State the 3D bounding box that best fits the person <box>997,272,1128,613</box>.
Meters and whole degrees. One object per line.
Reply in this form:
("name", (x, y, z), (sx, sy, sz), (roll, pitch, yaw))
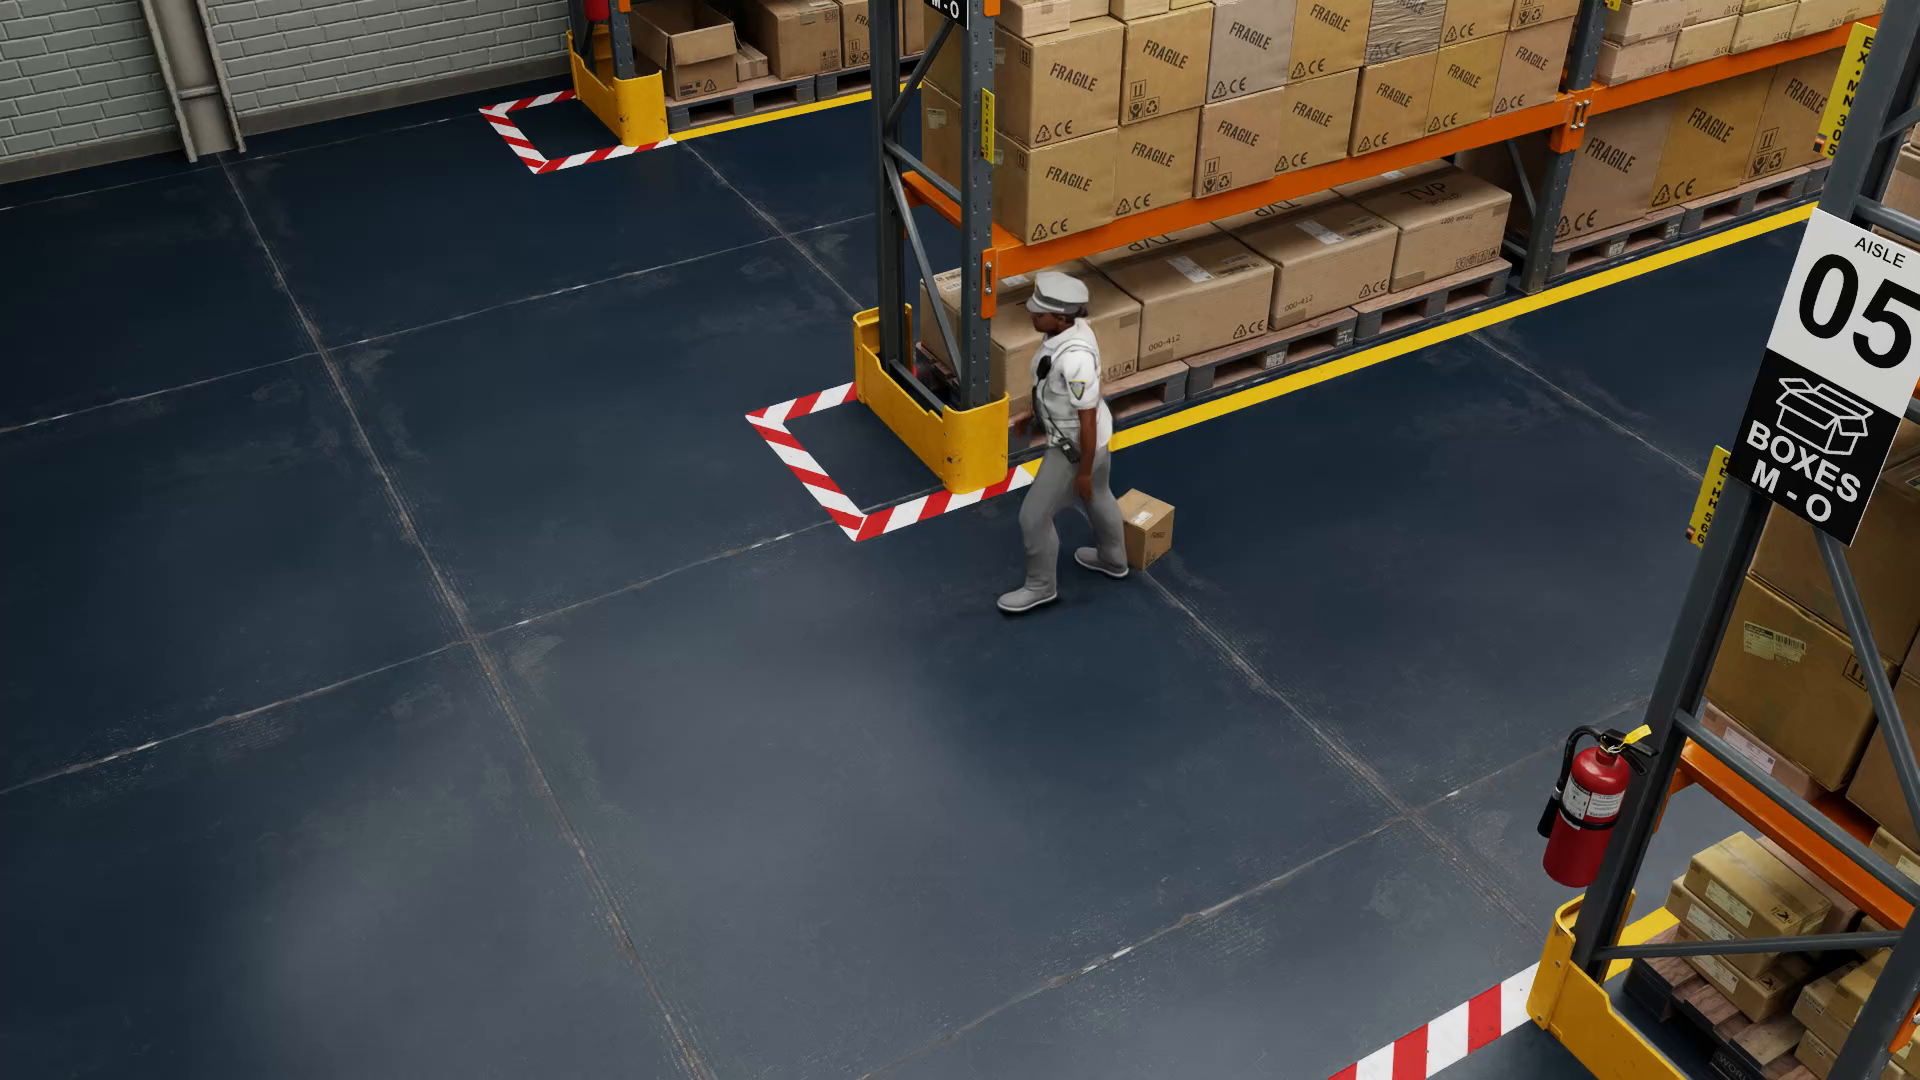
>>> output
("person", (0.499, -0.447, 7.510), (0.618, 1.644, 0.553), (3, 37, 4))
